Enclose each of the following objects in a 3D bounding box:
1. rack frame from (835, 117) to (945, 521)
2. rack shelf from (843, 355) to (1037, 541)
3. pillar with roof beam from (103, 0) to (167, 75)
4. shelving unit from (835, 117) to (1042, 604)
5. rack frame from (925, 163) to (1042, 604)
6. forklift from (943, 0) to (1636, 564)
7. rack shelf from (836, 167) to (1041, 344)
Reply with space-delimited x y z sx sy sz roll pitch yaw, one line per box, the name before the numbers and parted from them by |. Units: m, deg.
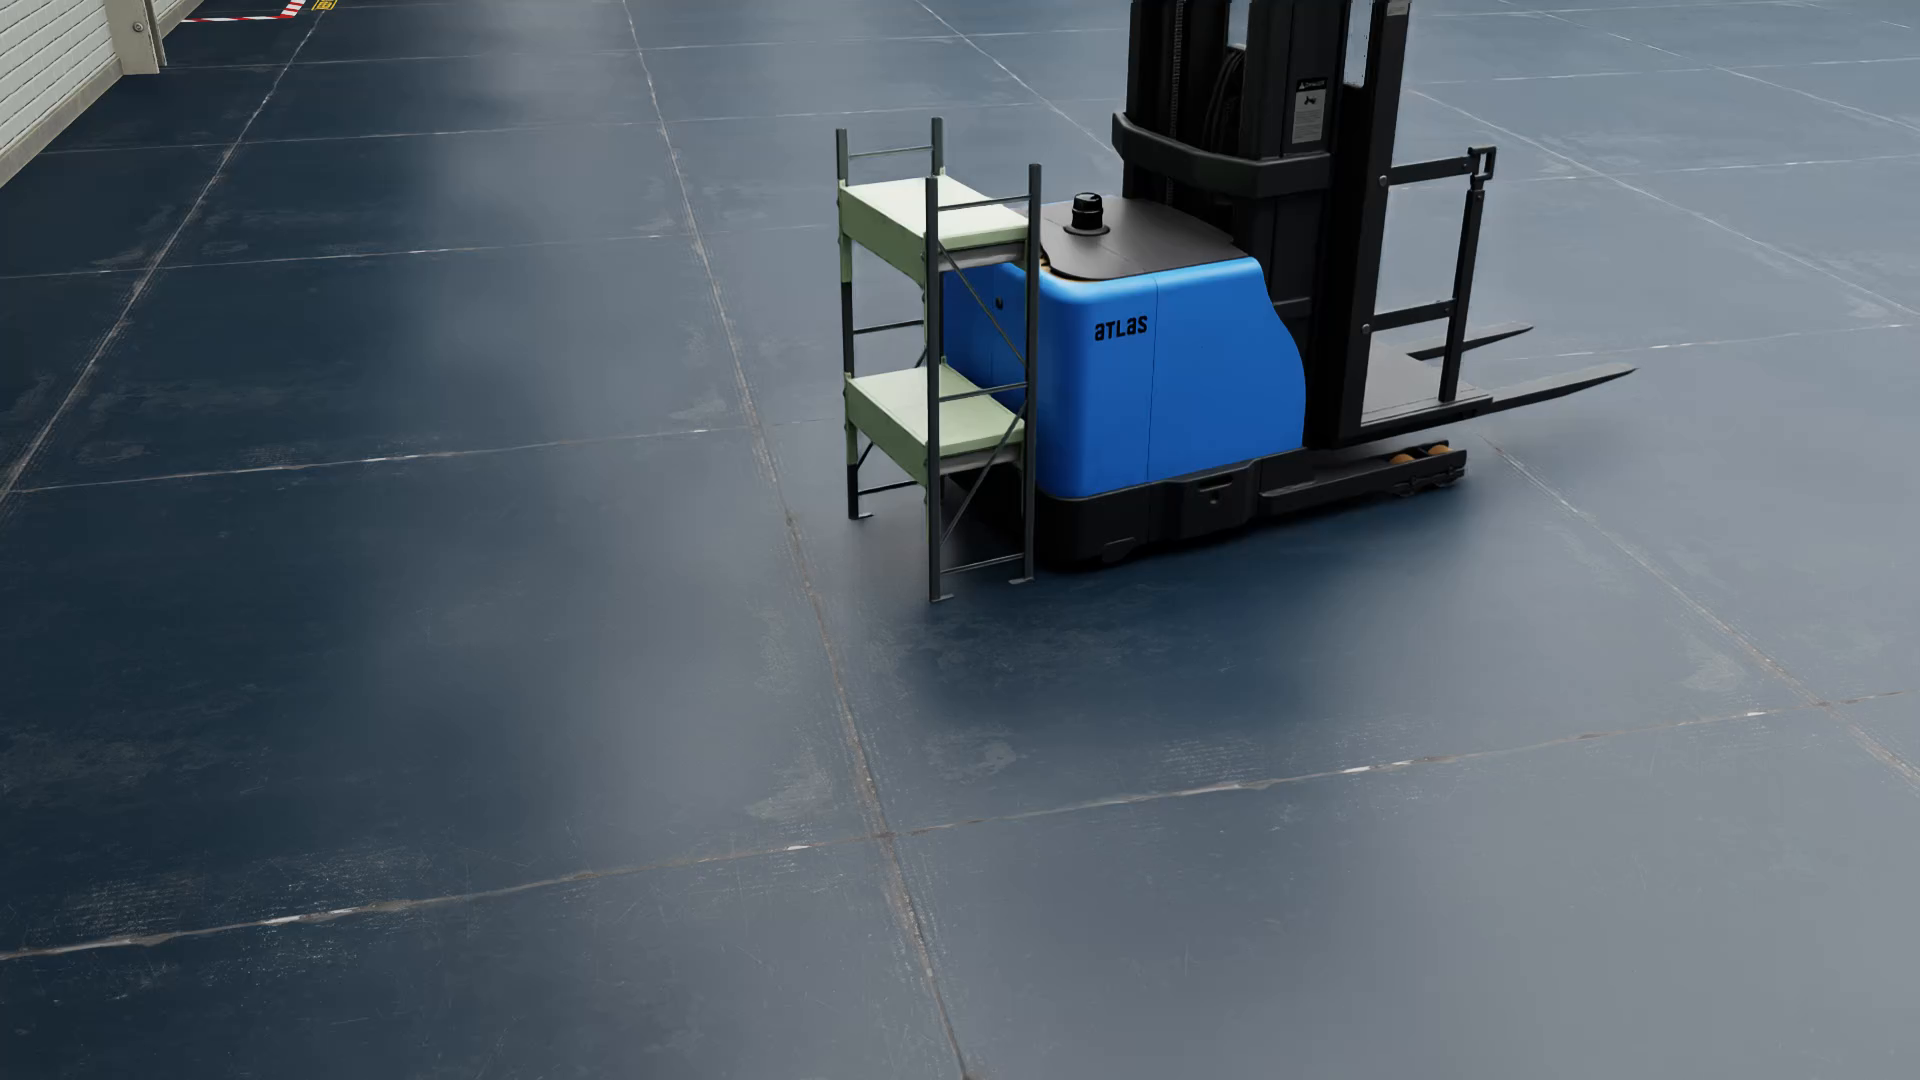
rack frame | -0.245 -0.787 6.145 0.400 1.500 0.023 -12 29 -23
rack shelf | -0.085 -0.348 5.998 0.431 0.370 0.720 -12 29 -23
pillar with roof beam | -2.791 -8.477 13.059 9.100 9.000 0.400 -6 27 -12
shelving unit | -0.085 -0.639 5.851 0.431 1.500 0.755 -12 29 -23
rack frame | 0.076 -0.491 5.558 0.400 1.500 0.023 -12 29 -23
forklift | 1.450 -1.677 6.319 3.031 2.935 1.130 -13 30 -24
rack shelf | -0.085 -0.987 5.676 0.431 0.370 0.720 -12 29 -23
